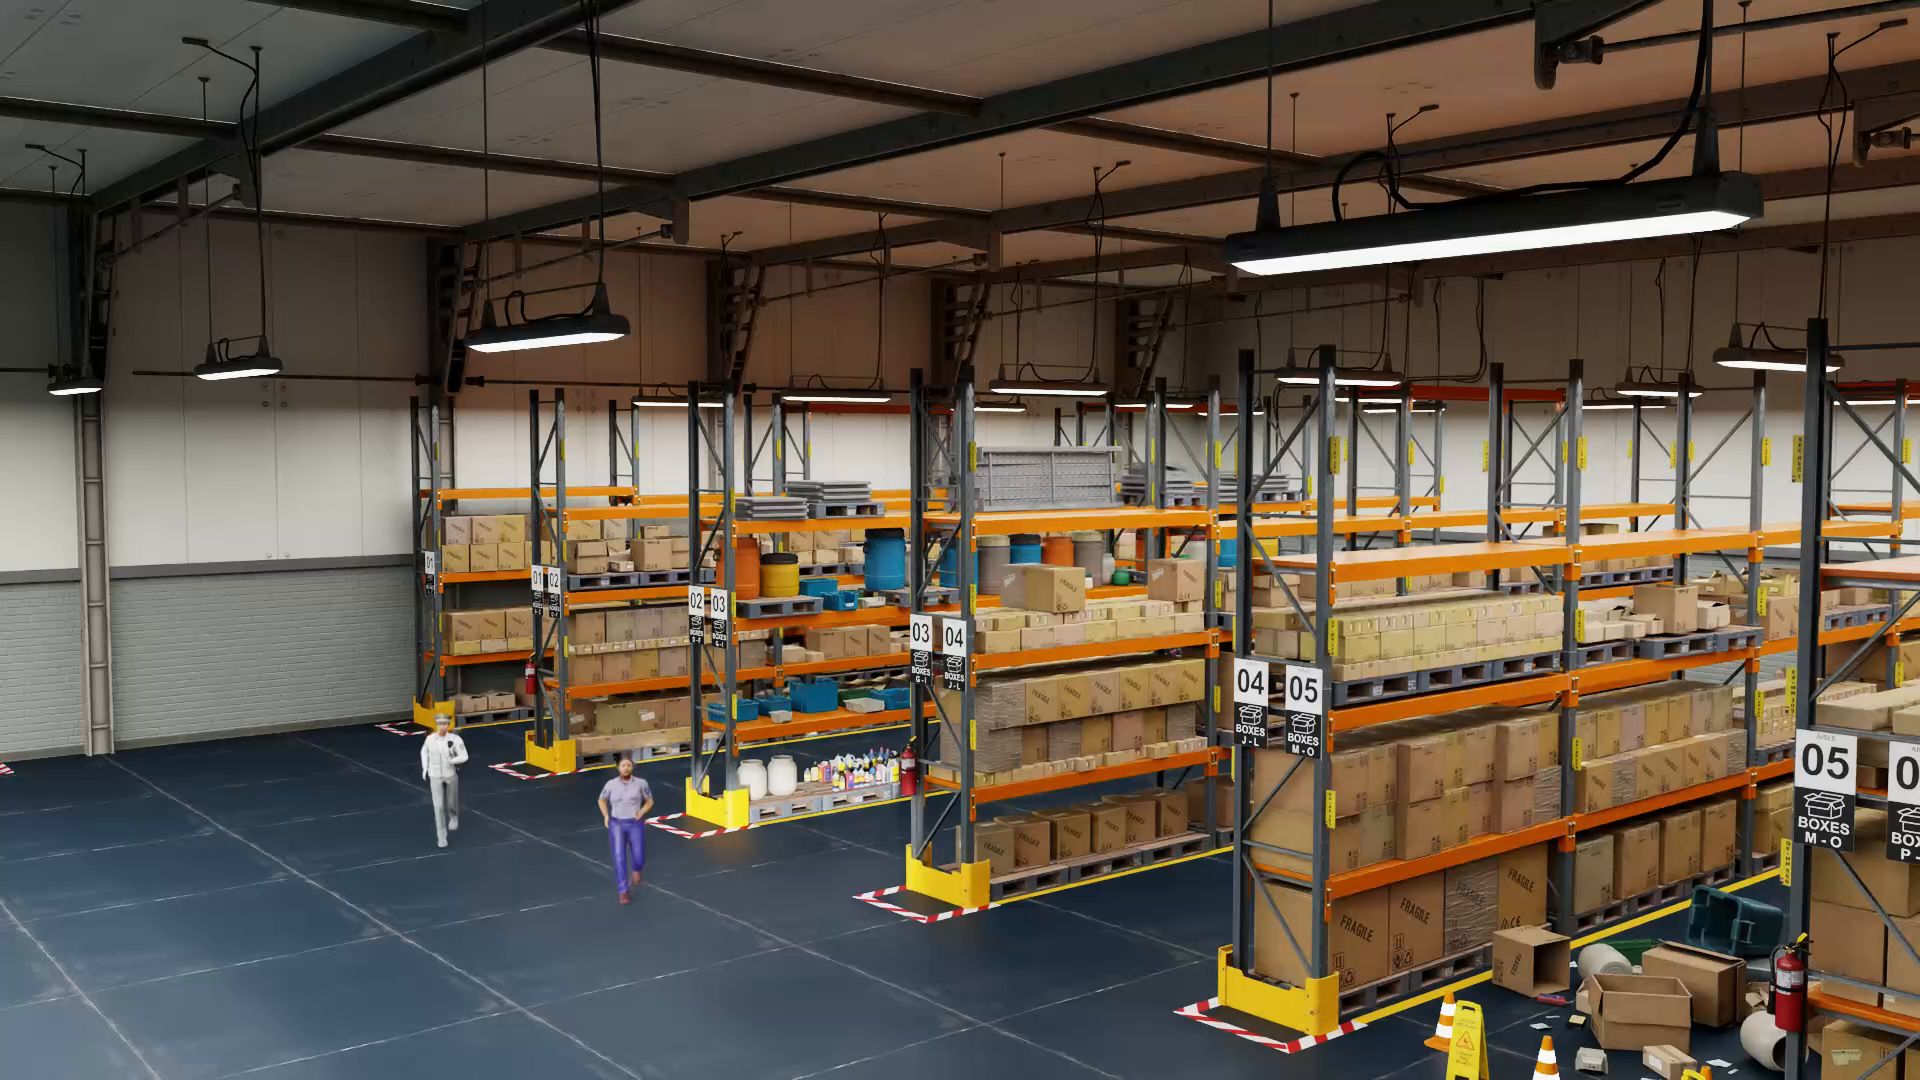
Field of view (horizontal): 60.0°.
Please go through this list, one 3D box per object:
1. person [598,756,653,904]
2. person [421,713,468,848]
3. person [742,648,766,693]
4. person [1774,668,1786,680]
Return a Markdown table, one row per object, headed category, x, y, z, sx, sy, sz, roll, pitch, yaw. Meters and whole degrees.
| category | x | y | z | sx | sy | sz | roll | pitch | yaw |
| --- | --- | --- | --- | --- | --- | --- | --- | --- | --- |
| person | -3.787 | 3.250 | 18.851 | 0.615 | 1.602 | 0.727 | -1 | 3 | -12 |
| person | -6.640 | 3.043 | 21.422 | 0.614 | 1.674 | 0.879 | -1 | 3 | -11 |
| person | -3.832 | 2.557 | 31.059 | 0.510 | 1.512 | 0.674 | 3 | 4 | 40 |
| person | 12.495 | 2.828 | 25.172 | 0.928 | 1.786 | 0.673 | -2 | 4 | -32 |
